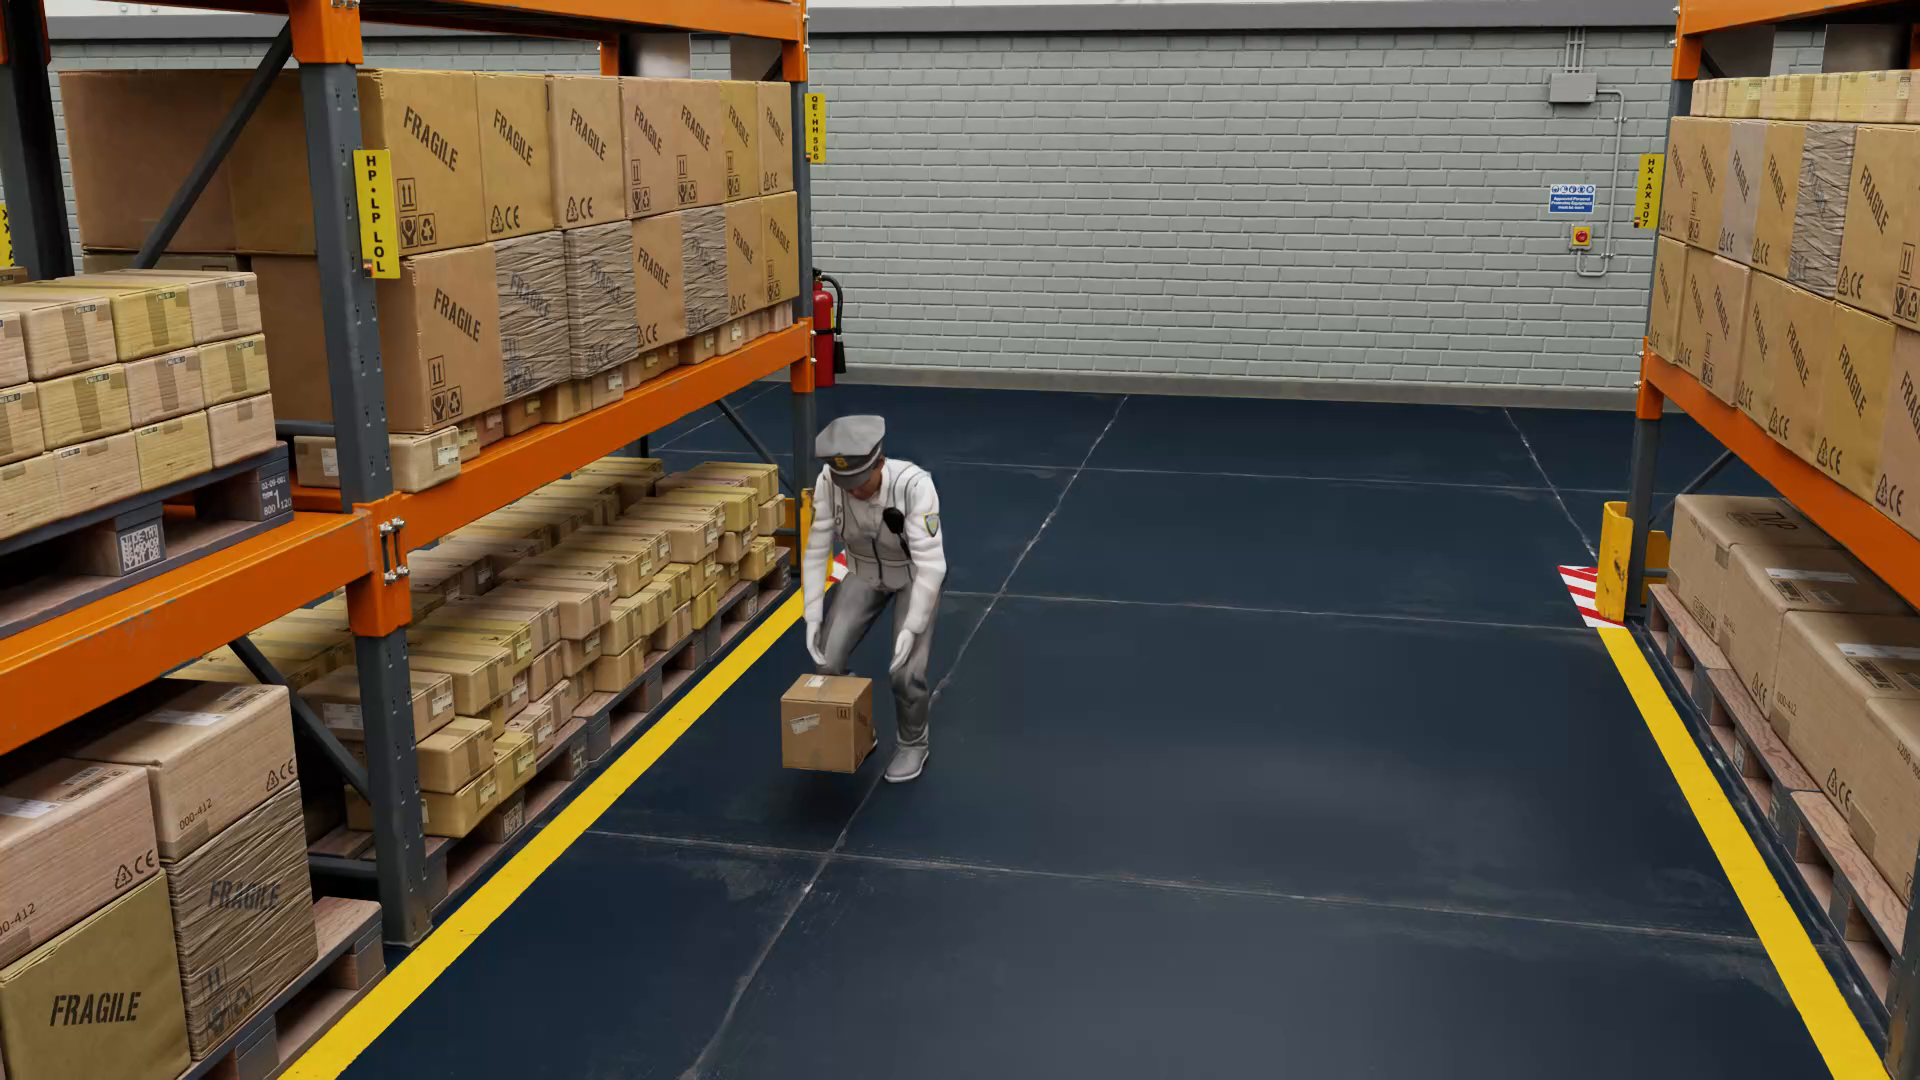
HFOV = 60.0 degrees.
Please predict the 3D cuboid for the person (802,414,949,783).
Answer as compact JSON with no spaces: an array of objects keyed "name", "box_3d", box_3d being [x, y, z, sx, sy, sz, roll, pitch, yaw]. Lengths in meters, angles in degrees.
[{"name":"person","box_3d":[-0.278,0.195,5.908,0.535,1.349,0.722,6,16,20]}]
